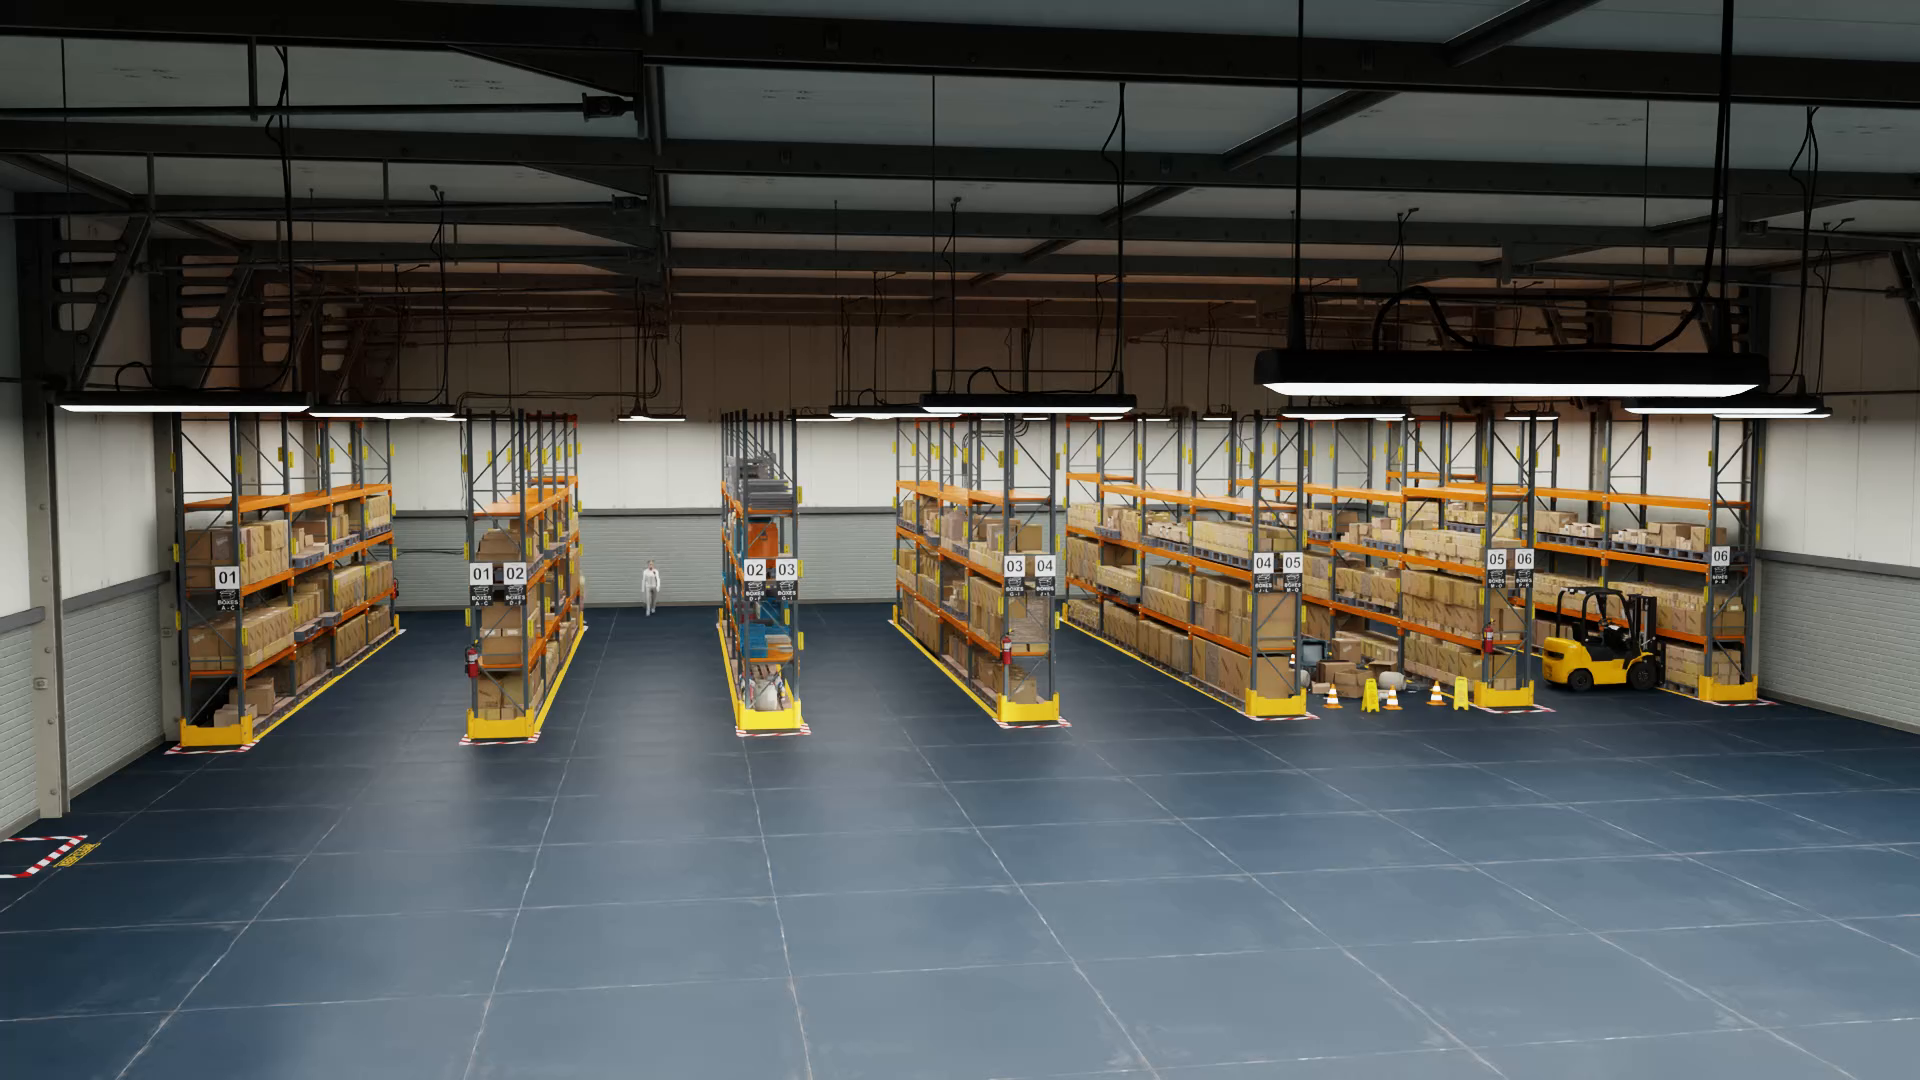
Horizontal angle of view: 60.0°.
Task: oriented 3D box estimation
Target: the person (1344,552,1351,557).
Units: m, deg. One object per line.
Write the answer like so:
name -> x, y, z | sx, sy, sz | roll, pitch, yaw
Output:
person -> 12.055, 1.246, 51.466 | 0.836, 1.758, 0.591 | 0, 4, -7

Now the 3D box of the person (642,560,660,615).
person -> -9.257, 1.408, 49.823 | 0.539, 1.611, 1.038 | -1, 4, -15

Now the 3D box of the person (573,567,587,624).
person -> -10.968, 1.574, 47.646 | 0.853, 1.639, 0.452 | 2, 5, 30
